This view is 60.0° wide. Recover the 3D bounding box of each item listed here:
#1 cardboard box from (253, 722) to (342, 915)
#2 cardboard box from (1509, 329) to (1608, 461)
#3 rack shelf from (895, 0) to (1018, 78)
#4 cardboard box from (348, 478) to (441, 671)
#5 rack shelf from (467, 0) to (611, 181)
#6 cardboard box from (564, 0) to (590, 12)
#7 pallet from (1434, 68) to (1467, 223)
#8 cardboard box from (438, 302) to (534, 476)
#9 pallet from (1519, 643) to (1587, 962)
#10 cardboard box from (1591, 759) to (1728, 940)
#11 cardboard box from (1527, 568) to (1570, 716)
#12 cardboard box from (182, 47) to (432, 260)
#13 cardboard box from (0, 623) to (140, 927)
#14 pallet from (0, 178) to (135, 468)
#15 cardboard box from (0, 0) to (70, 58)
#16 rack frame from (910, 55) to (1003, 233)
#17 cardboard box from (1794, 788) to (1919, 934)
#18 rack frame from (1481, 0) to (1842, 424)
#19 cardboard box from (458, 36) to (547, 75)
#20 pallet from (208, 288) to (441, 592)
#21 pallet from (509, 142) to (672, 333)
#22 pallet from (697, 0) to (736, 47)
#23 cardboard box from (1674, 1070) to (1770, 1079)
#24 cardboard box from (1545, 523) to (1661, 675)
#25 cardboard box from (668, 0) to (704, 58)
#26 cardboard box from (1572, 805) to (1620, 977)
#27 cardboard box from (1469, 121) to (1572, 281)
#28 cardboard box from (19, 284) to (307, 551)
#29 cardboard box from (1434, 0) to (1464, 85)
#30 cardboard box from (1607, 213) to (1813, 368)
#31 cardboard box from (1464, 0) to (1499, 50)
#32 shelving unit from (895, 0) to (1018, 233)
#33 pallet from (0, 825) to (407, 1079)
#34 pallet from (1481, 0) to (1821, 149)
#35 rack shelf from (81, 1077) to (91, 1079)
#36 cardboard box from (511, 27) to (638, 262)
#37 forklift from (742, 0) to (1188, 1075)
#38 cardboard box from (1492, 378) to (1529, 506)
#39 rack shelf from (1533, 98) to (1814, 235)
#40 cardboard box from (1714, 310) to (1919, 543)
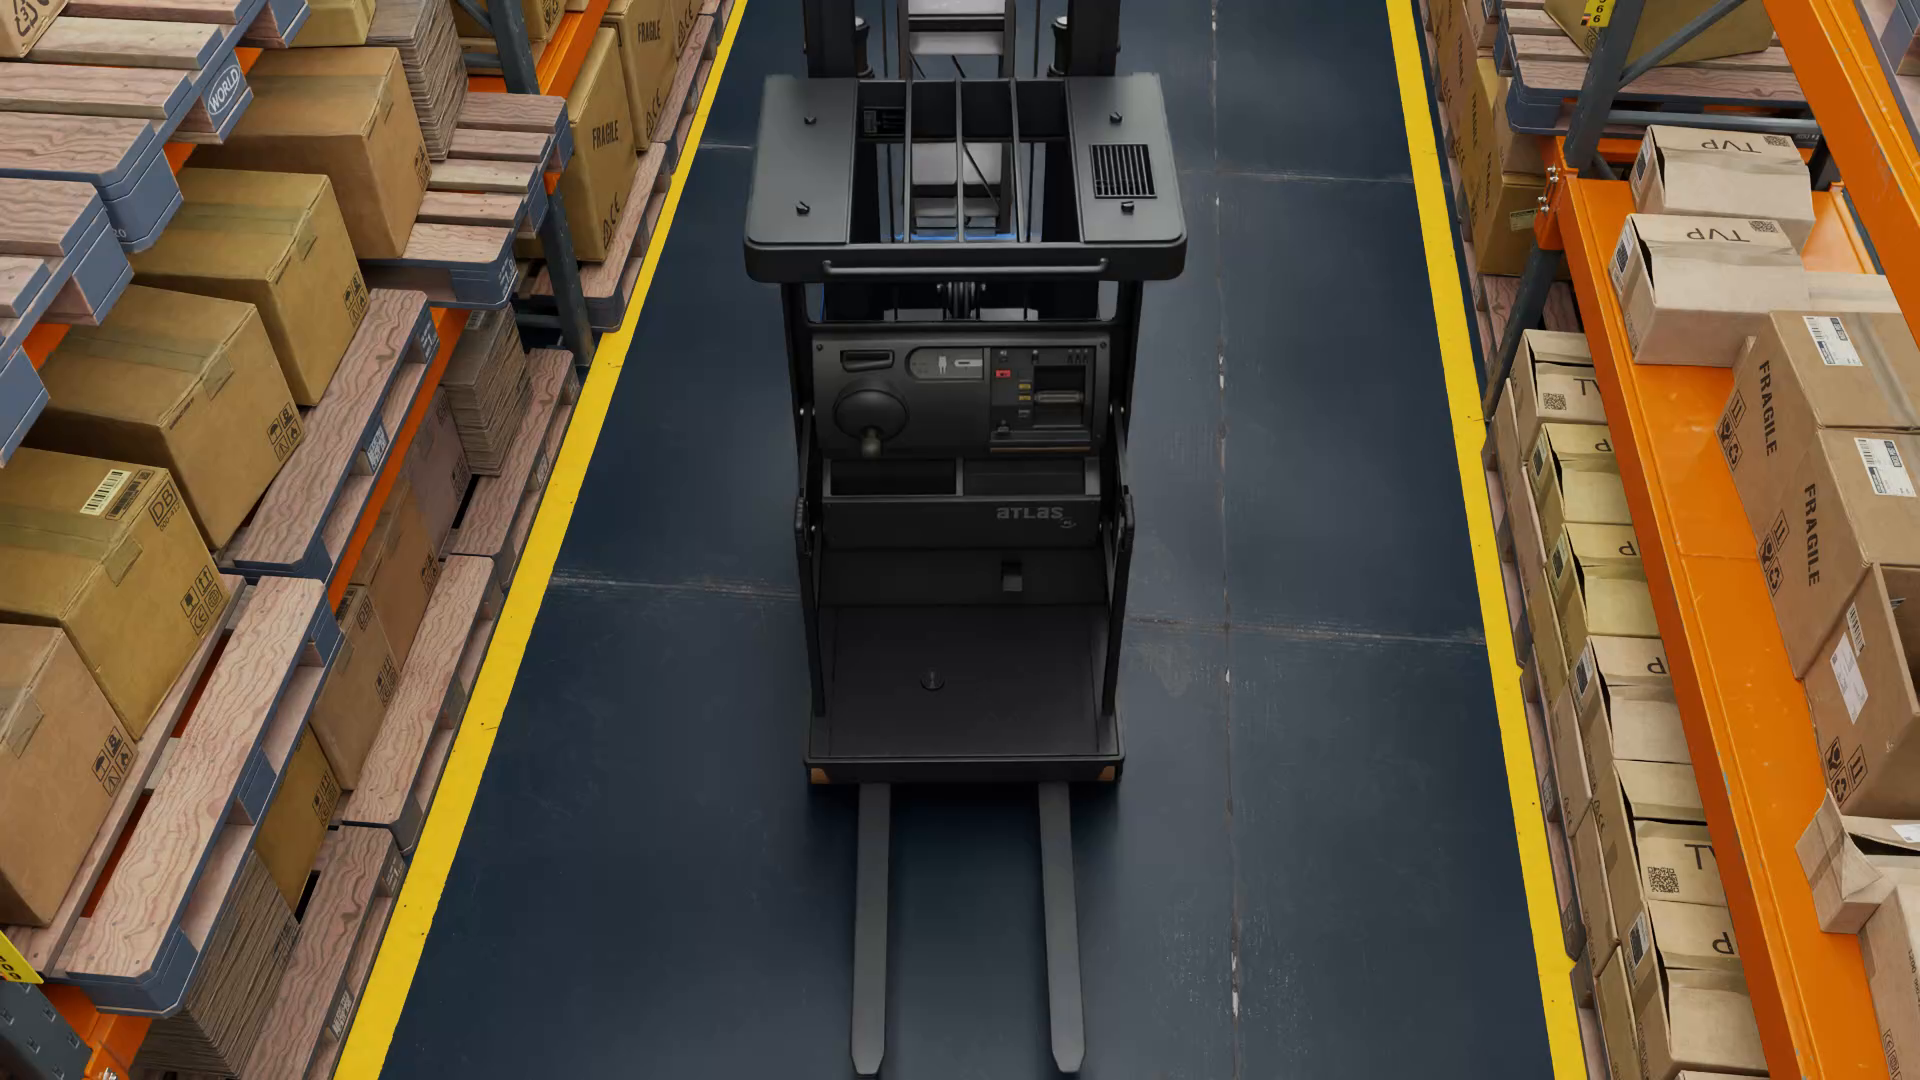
[{"bbox_3d":[-2.471,0.850,5.335,0.700,0.500,0.500,3,48,3],"label":"cardboard box"},{"bbox_3d":[2.439,-0.567,6.434,0.500,0.311,0.500,5,48,5],"label":"cardboard box"},{"bbox_3d":[-0.014,-1.848,6.087,0.431,0.518,0.480,0,48,0],"label":"rack shelf"},{"bbox_3d":[-2.348,0.106,6.016,0.700,0.500,0.500,4,48,3],"label":"cardboard box"},{"bbox_3d":[-1.972,-3.086,8.027,1.077,0.370,4.000,4,48,4],"label":"rack shelf"},{"bbox_3d":[-1.753,-2.382,7.052,0.380,0.149,0.250,5,48,5],"label":"cardboard box"},{"bbox_3d":[2.999,-2.028,8.462,1.003,0.211,1.213,4,48,4],"label":"pallet"},{"bbox_3d":[-2.168,-0.631,6.691,0.700,0.500,0.500,4,48,4],"label":"cardboard box"},{"bbox_3d":[2.552,0.909,5.776,1.003,0.211,1.213,4,48,4],"label":"pallet"},{"bbox_3d":[2.255,0.941,5.055,0.500,0.311,0.500,4,48,3],"label":"cardboard box"},{"bbox_3d":[2.353,0.374,5.954,0.500,0.250,0.500,3,48,2],"label":"cardboard box"},{"bbox_3d":[-2.211,-1.283,5.525,0.700,0.500,0.500,0,48,0],"label":"cardboard box"},{"bbox_3d":[-2.438,0.526,3.870,0.700,0.500,0.500,4,48,4],"label":"cardboard box"},{"bbox_3d":[-2.356,-0.315,3.100,1.213,0.211,1.003,4,48,4],"label":"pallet"},{"bbox_3d":[-2.277,-1.410,3.622,0.500,0.500,0.500,2,48,2],"label":"cardboard box"},{"bbox_3d":[-0.017,-1.565,6.759,0.400,2.100,0.015,0,48,0],"label":"rack frame"},{"bbox_3d":[2.312,0.798,4.079,0.396,0.266,0.258,3,48,3],"label":"cardboard box"},{"bbox_3d":[2.779,-1.529,6.115,1.000,3.000,0.127,4,48,4],"label":"rack frame"},{"bbox_3d":[-1.893,-2.007,6.710,0.380,0.149,0.250,3,48,3],"label":"cardboard box"},{"bbox_3d":[-2.294,-0.337,5.155,1.003,0.211,1.213,4,48,4],"label":"pallet"},{"bbox_3d":[-2.007,-1.492,7.972,1.003,0.211,1.213,4,48,4],"label":"pallet"},{"bbox_3d":[-1.785,-3.285,9.612,1.003,0.211,1.213,4,48,4],"label":"pallet"},{"bbox_3d":[2.166,1.691,4.370,0.500,0.311,0.500,4,48,4],"label":"cardboard box"},{"bbox_3d":[2.351,0.195,5.738,0.500,0.311,0.500,3,48,2],"label":"cardboard box"},{"bbox_3d":[-1.797,-3.075,8.702,0.750,0.750,0.750,5,48,5],"label":"cardboard box"},{"bbox_3d":[2.258,1.125,5.267,0.500,0.250,0.500,5,48,4],"label":"cardboard box"},{"bbox_3d":[2.631,-1.537,7.519,0.500,0.500,0.500,6,48,5],"label":"cardboard box"},{"bbox_3d":[-2.351,-0.370,4.690,0.700,0.500,0.500,10,48,9],"label":"cardboard box"},{"bbox_3d":[2.767,-2.674,8.559,0.500,0.500,0.500,4,48,4],"label":"cardboard box"},{"bbox_3d":[2.505,-0.854,5.559,0.500,0.311,0.500,3,48,3],"label":"cardboard box"},{"bbox_3d":[2.721,-2.583,7.968,0.500,0.250,0.500,3,48,3],"label":"cardboard box"},{"bbox_3d":[-0.014,-1.385,6.594,0.431,2.100,0.503,0,48,0],"label":"shelving unit"},{"bbox_3d":[-2.449,1.449,5.282,1.003,0.211,1.213,4,48,4],"label":"pallet"},{"bbox_3d":[2.771,-1.967,6.646,1.213,0.211,1.003,4,48,4],"label":"pallet"},{"bbox_3d":[-2.701,2.793,2.651,1.077,0.370,4.000,4,48,4],"label":"rack shelf"},{"bbox_3d":[-1.956,-1.807,7.542,0.750,0.750,0.750,3,48,3],"label":"cardboard box"},{"bbox_3d":[0.009,-0.357,5.090,1.130,2.935,3.031,0,48,0],"label":"forklift"},{"bbox_3d":[2.439,-0.377,6.641,0.500,0.250,0.500,4,48,3],"label":"cardboard box"},{"bbox_3d":[2.962,-2.756,7.725,1.077,0.370,4.000,4,48,4],"label":"rack shelf"},{"bbox_3d":[2.643,-0.328,4.950,0.500,0.500,0.500,2,48,1],"label":"cardboard box"}]
